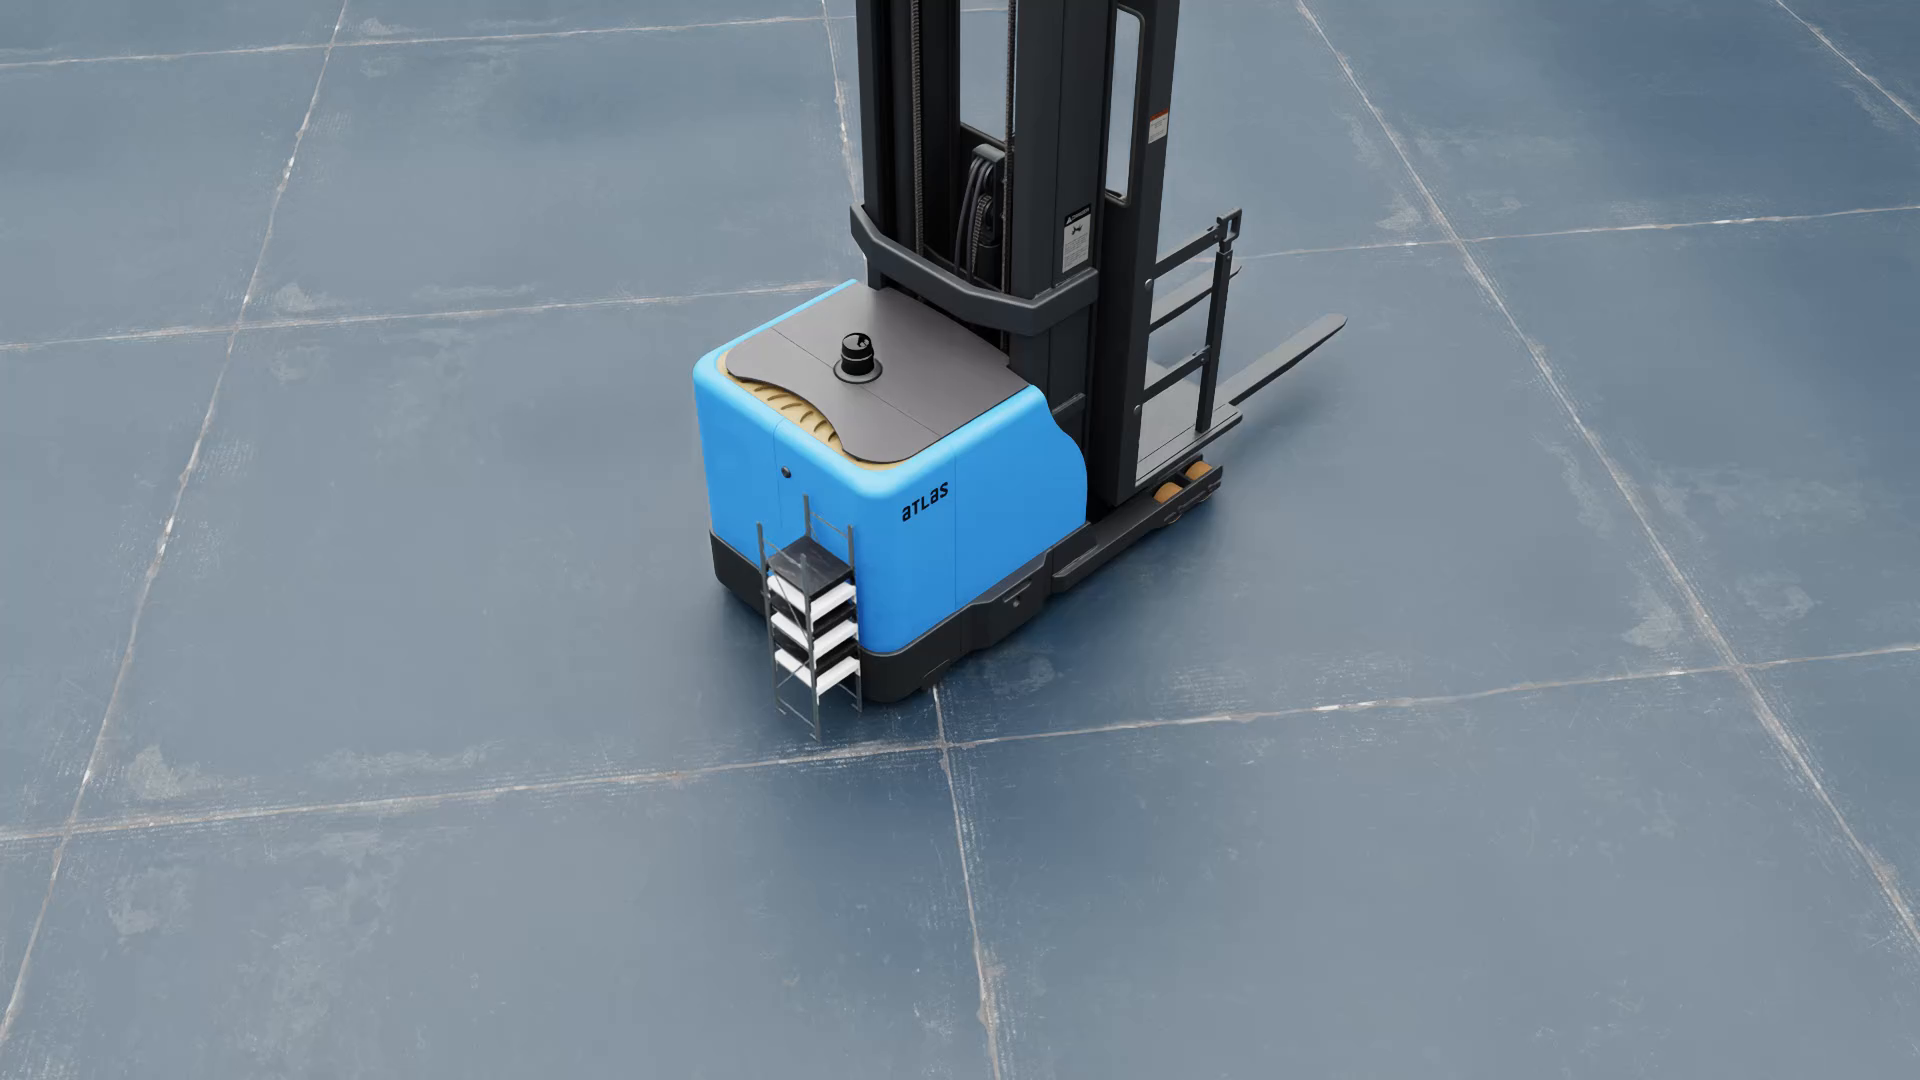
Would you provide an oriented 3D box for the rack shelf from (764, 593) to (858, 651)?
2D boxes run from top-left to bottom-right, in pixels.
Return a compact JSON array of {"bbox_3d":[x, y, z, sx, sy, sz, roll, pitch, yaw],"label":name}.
[{"bbox_3d":[-0.512,0.242,5.725,0.258,0.077,0.200,34,51,32],"label":"rack shelf"}]

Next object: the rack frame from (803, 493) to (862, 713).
[{"bbox_3d":[-0.441,0.236,5.816,0.240,0.900,0.006,34,51,32],"label":"rack frame"}]

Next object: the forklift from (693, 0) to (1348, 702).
[{"bbox_3d":[0.445,-1.380,6.092,3.031,2.935,1.130,-33,52,-31],"label":"forklift"}]

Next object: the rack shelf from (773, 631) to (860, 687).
[{"bbox_3d":[-0.513,0.376,5.845,0.258,0.077,0.200,34,51,32],"label":"rack shelf"}]

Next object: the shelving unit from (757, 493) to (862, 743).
[{"bbox_3d":[-0.512,0.284,5.762,0.258,0.900,0.210,34,51,32],"label":"shelving unit"}]

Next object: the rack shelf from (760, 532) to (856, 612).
[{"bbox_3d":[-0.512,0.108,5.605,0.258,0.077,0.200,34,51,32],"label":"rack shelf"}]

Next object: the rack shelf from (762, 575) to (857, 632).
[{"bbox_3d":[-0.512,0.175,5.665,0.258,0.077,0.200,34,51,32],"label":"rack shelf"}]

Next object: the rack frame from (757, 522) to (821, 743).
[{"bbox_3d":[-0.584,0.332,5.708,0.240,0.900,0.006,34,51,32],"label":"rack frame"}]

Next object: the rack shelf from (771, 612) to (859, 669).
[{"bbox_3d":[-0.513,0.309,5.785,0.258,0.077,0.200,34,51,32],"label":"rack shelf"}]

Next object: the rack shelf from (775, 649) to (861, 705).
[{"bbox_3d":[-0.513,0.443,5.905,0.258,0.077,0.200,34,51,32],"label":"rack shelf"}]
